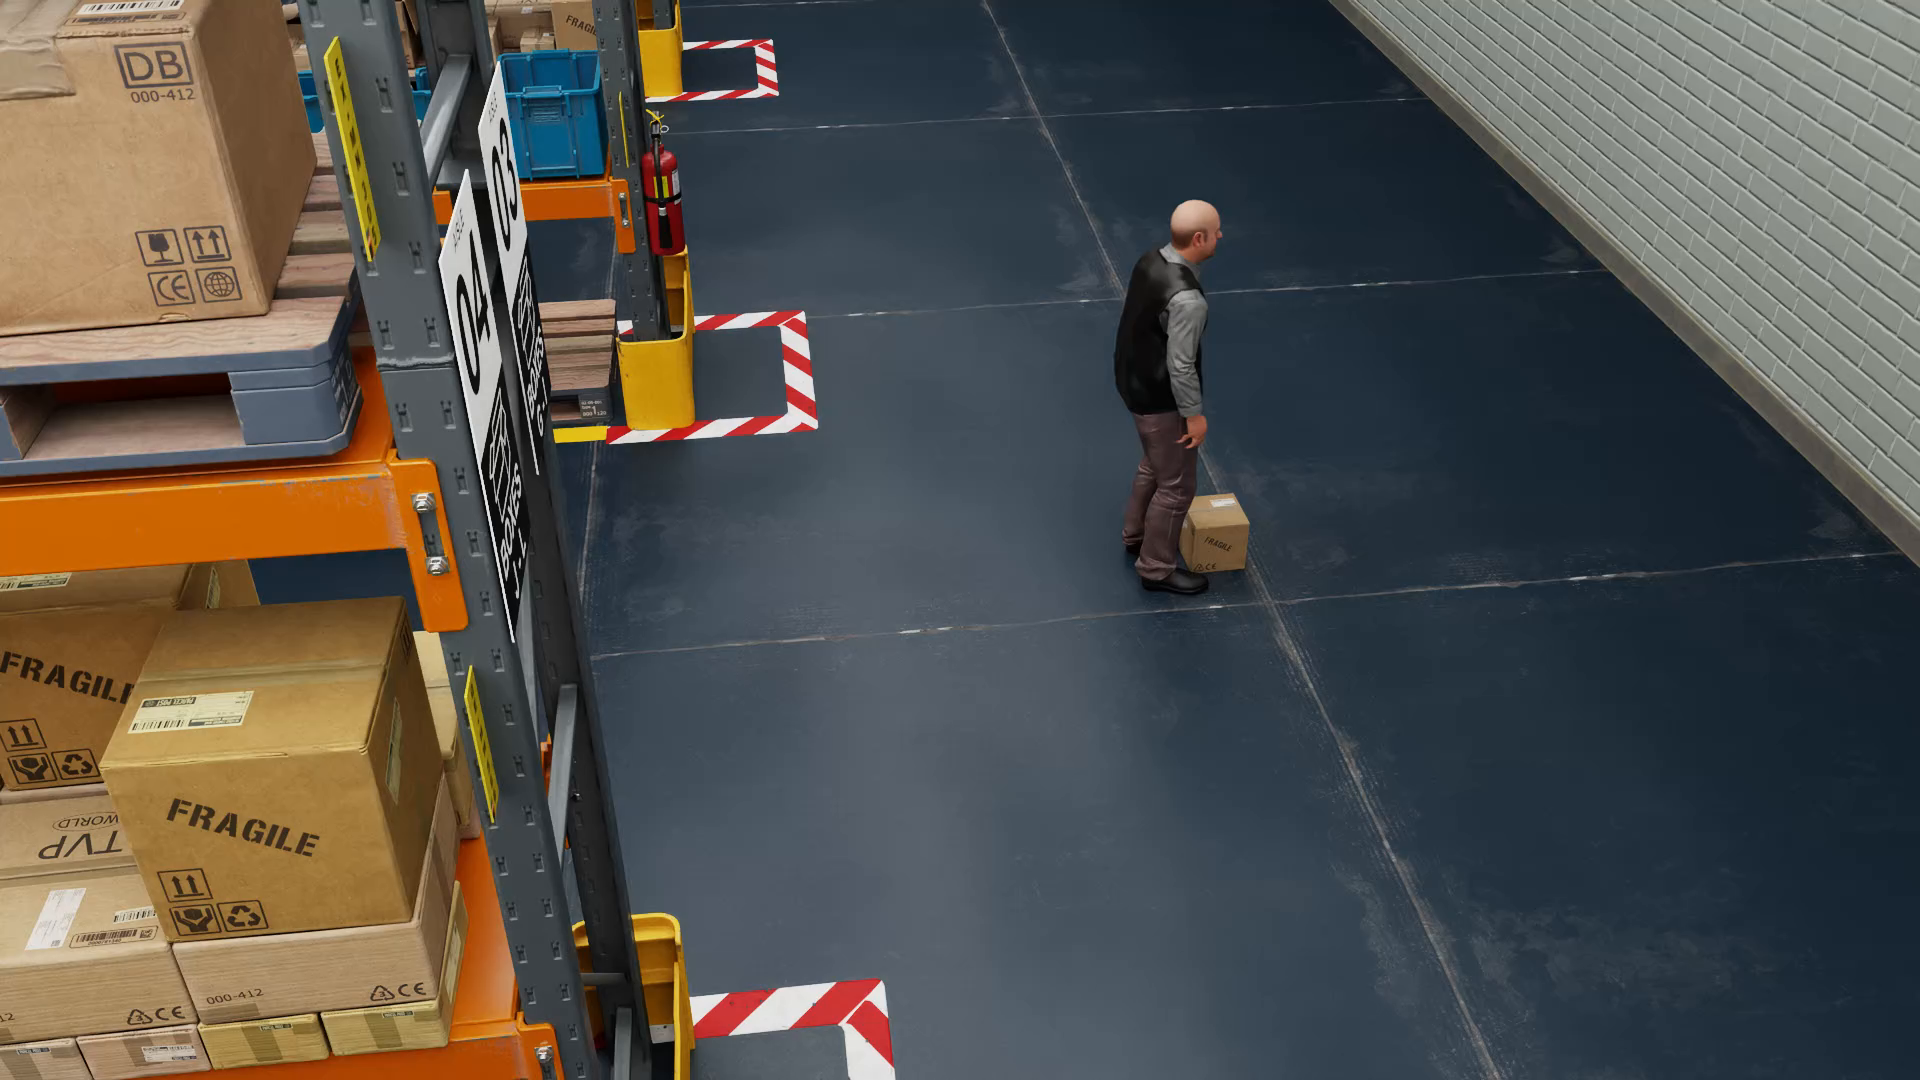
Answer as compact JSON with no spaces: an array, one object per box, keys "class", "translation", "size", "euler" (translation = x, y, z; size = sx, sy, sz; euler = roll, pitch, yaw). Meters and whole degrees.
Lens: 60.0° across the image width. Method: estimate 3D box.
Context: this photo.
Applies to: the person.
[{"class":"person","translation":[0.874,-0.616,7.058],"size":[0.391,1.722,0.590],"euler":[-6,35,-8]}]
